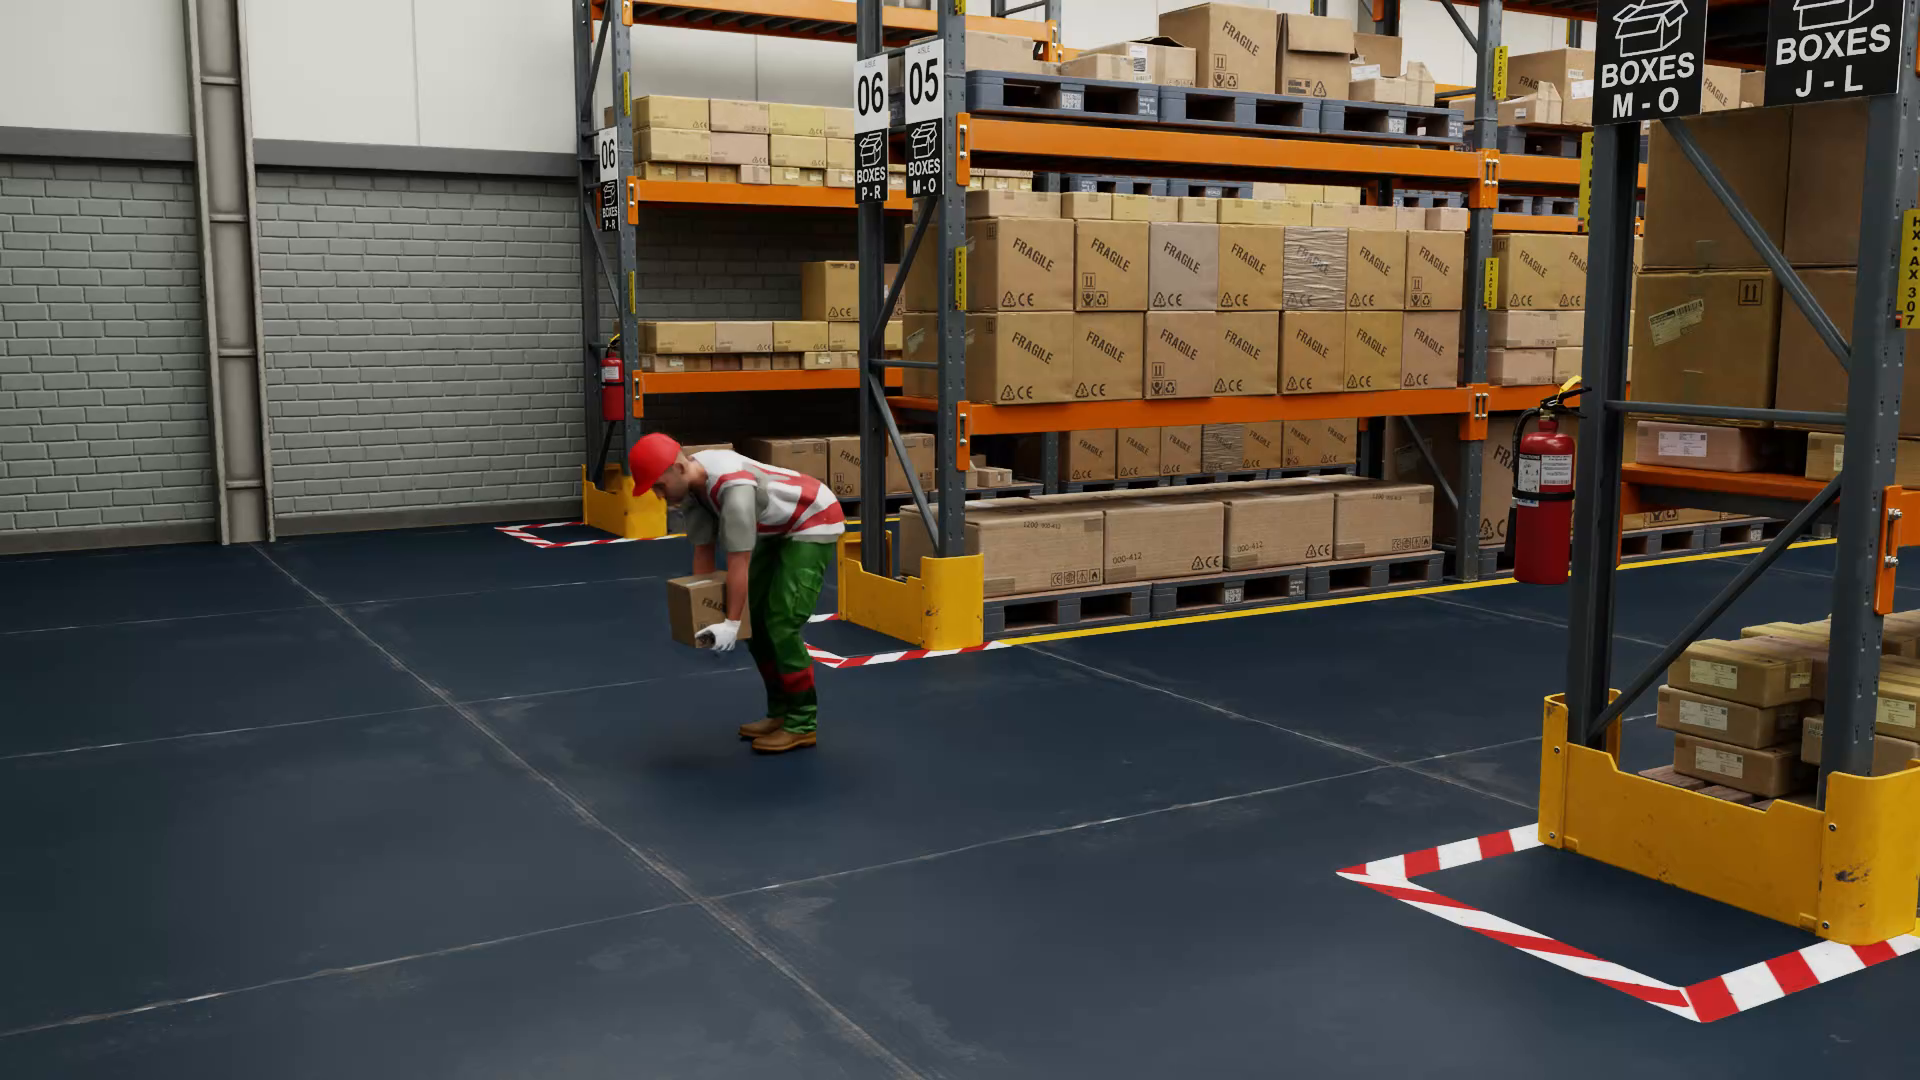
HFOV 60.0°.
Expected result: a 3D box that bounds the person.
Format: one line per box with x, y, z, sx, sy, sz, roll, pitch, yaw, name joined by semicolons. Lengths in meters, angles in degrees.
-0.706;-0.021;6.926;0.451;1.775;0.596;-5;10;-34;person
